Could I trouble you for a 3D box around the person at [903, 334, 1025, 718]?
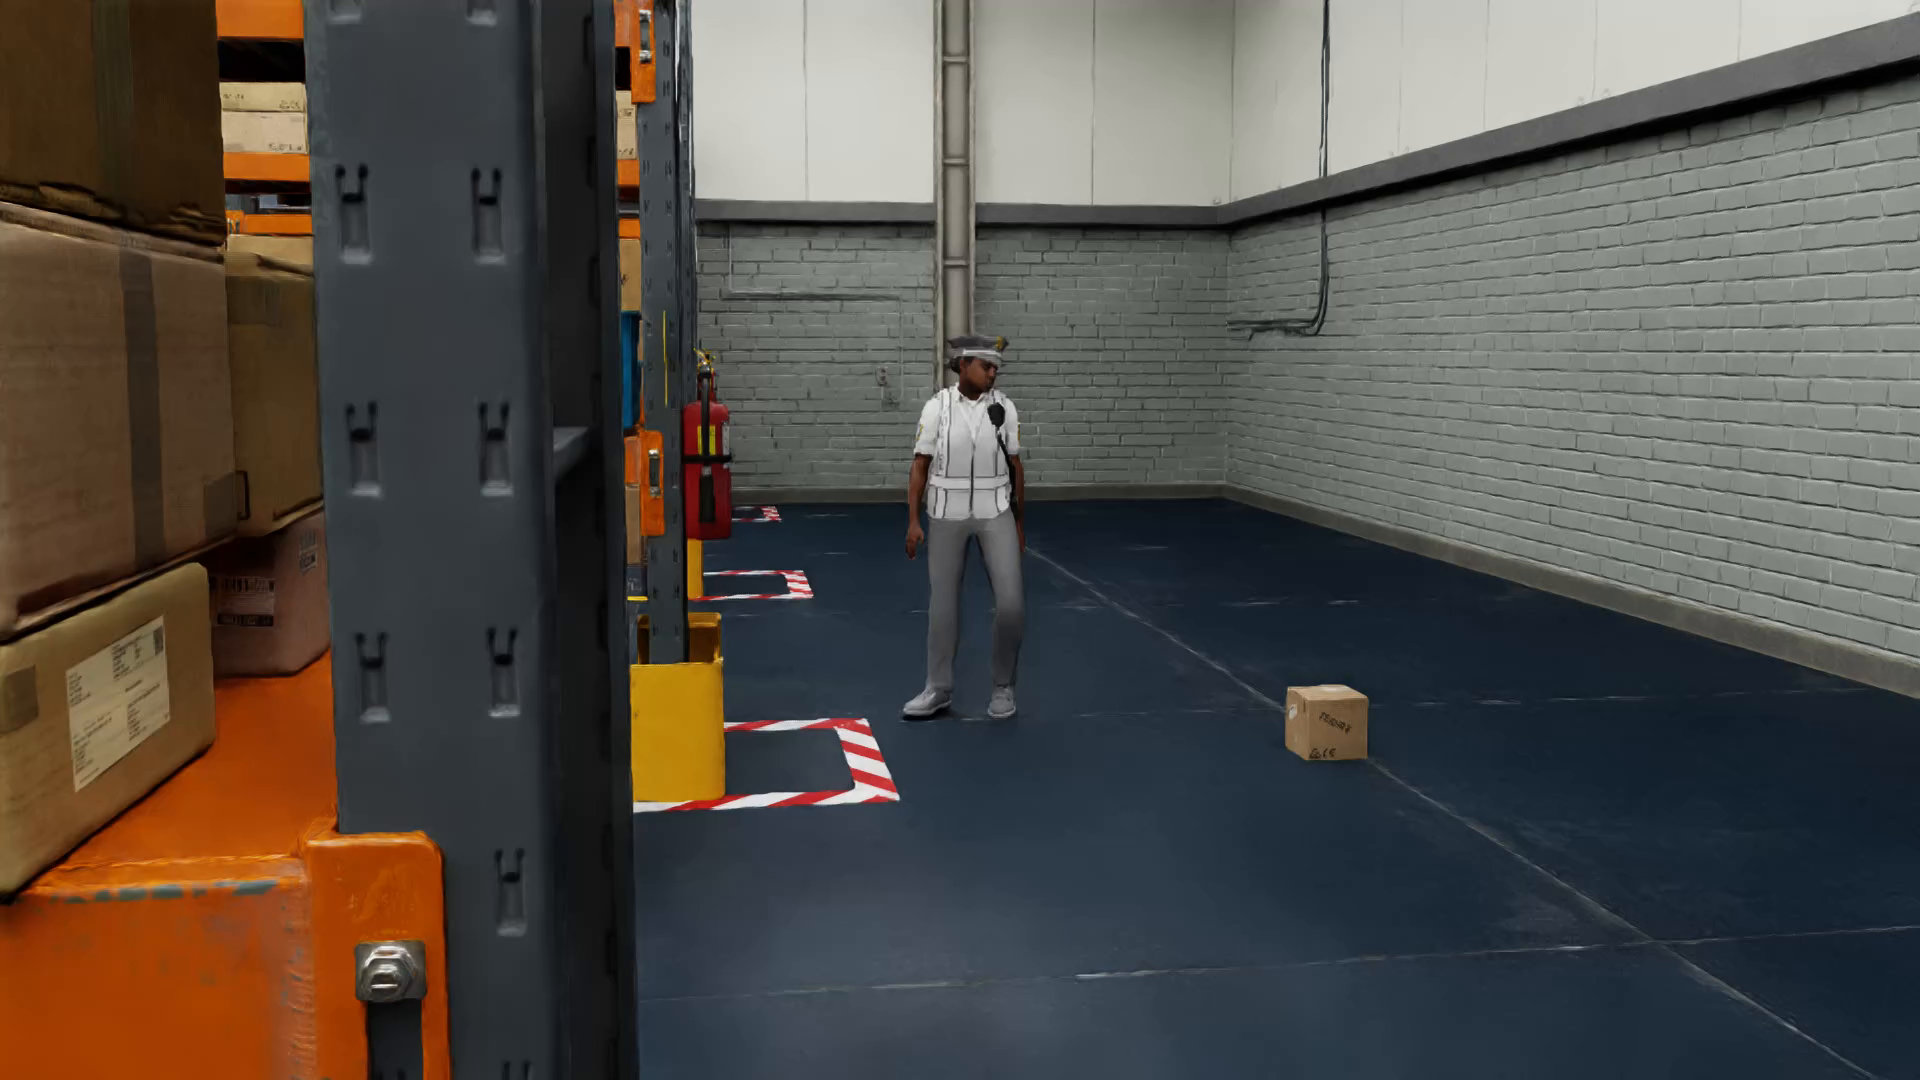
[{"bbox_3d":[0.017,-0.059,7.274,0.537,1.675,0.367,0,7,0],"label":"person"}]
